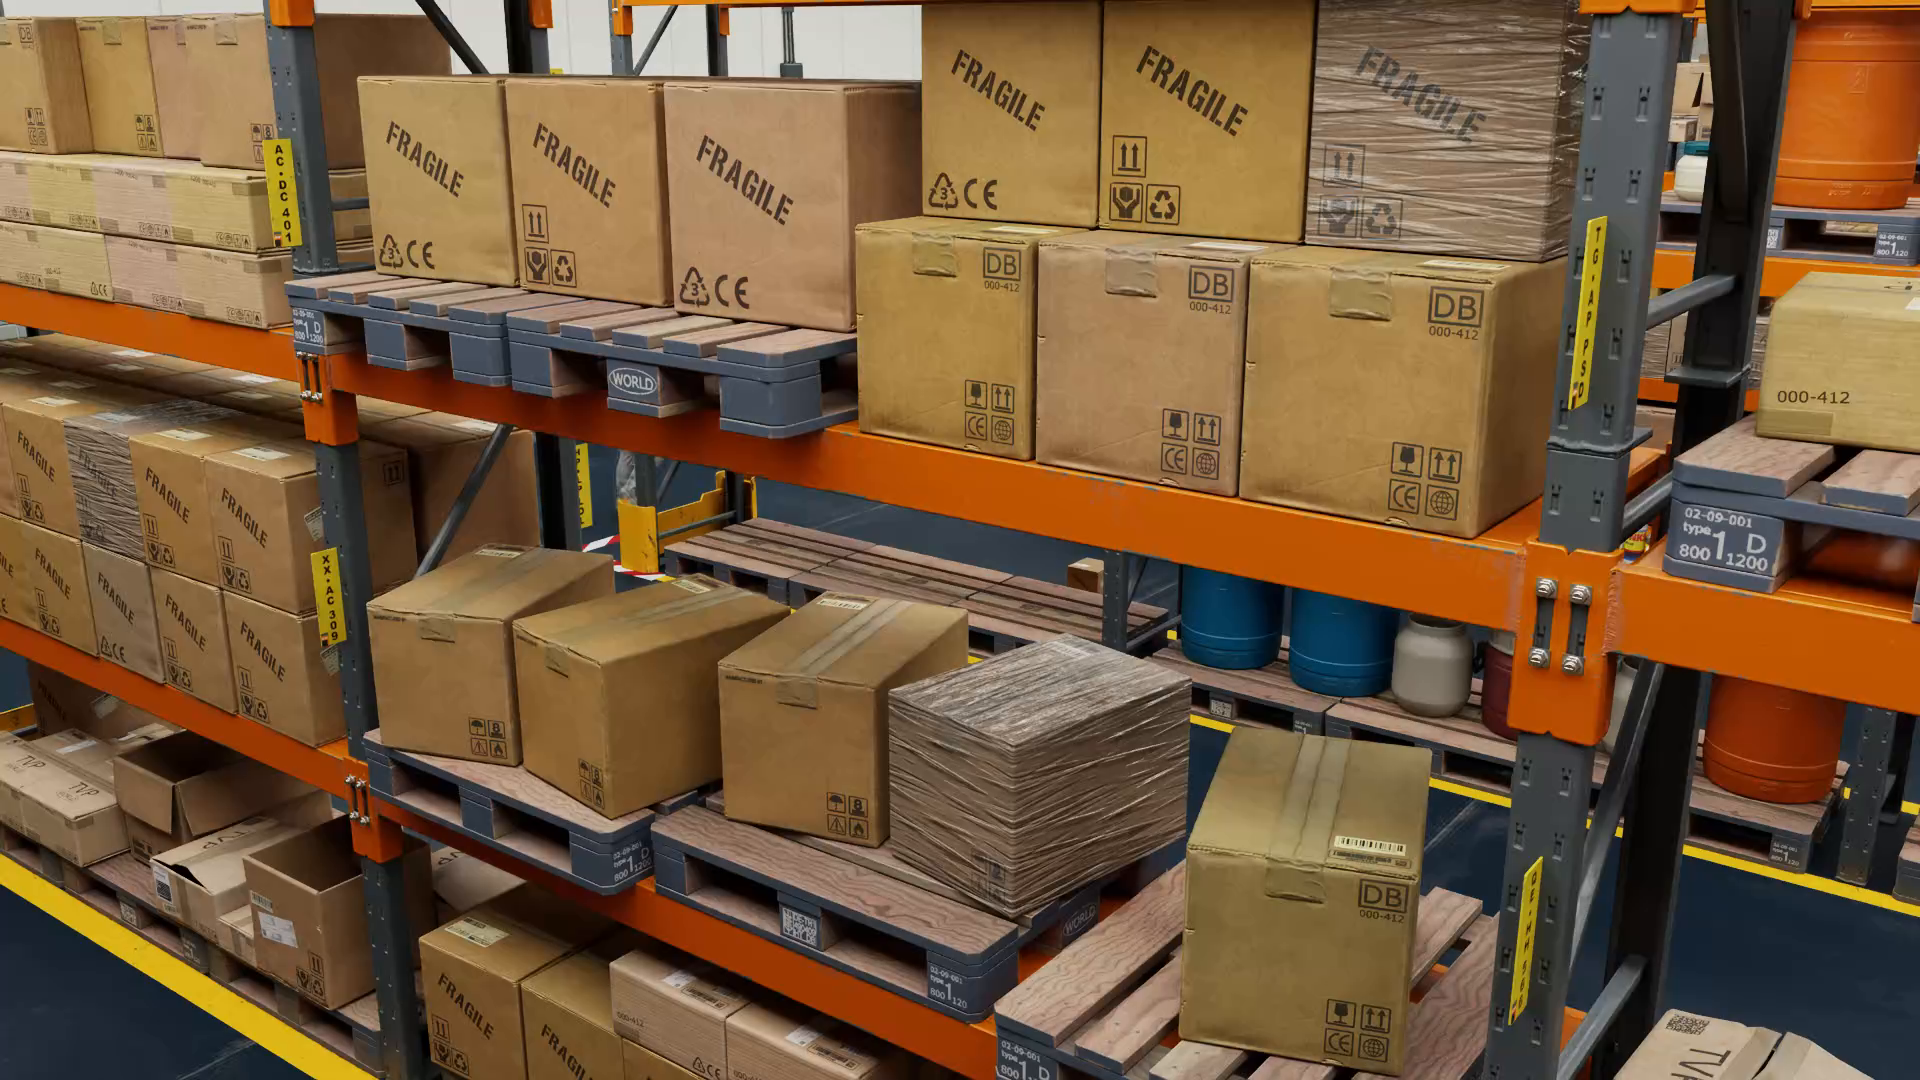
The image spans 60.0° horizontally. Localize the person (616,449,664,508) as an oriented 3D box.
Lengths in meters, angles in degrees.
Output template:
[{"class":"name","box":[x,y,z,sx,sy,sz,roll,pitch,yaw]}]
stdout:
[{"class":"person","box":[-2.632,-1.048,13.475,0.421,1.671,0.526,-16,23,-42]}]
